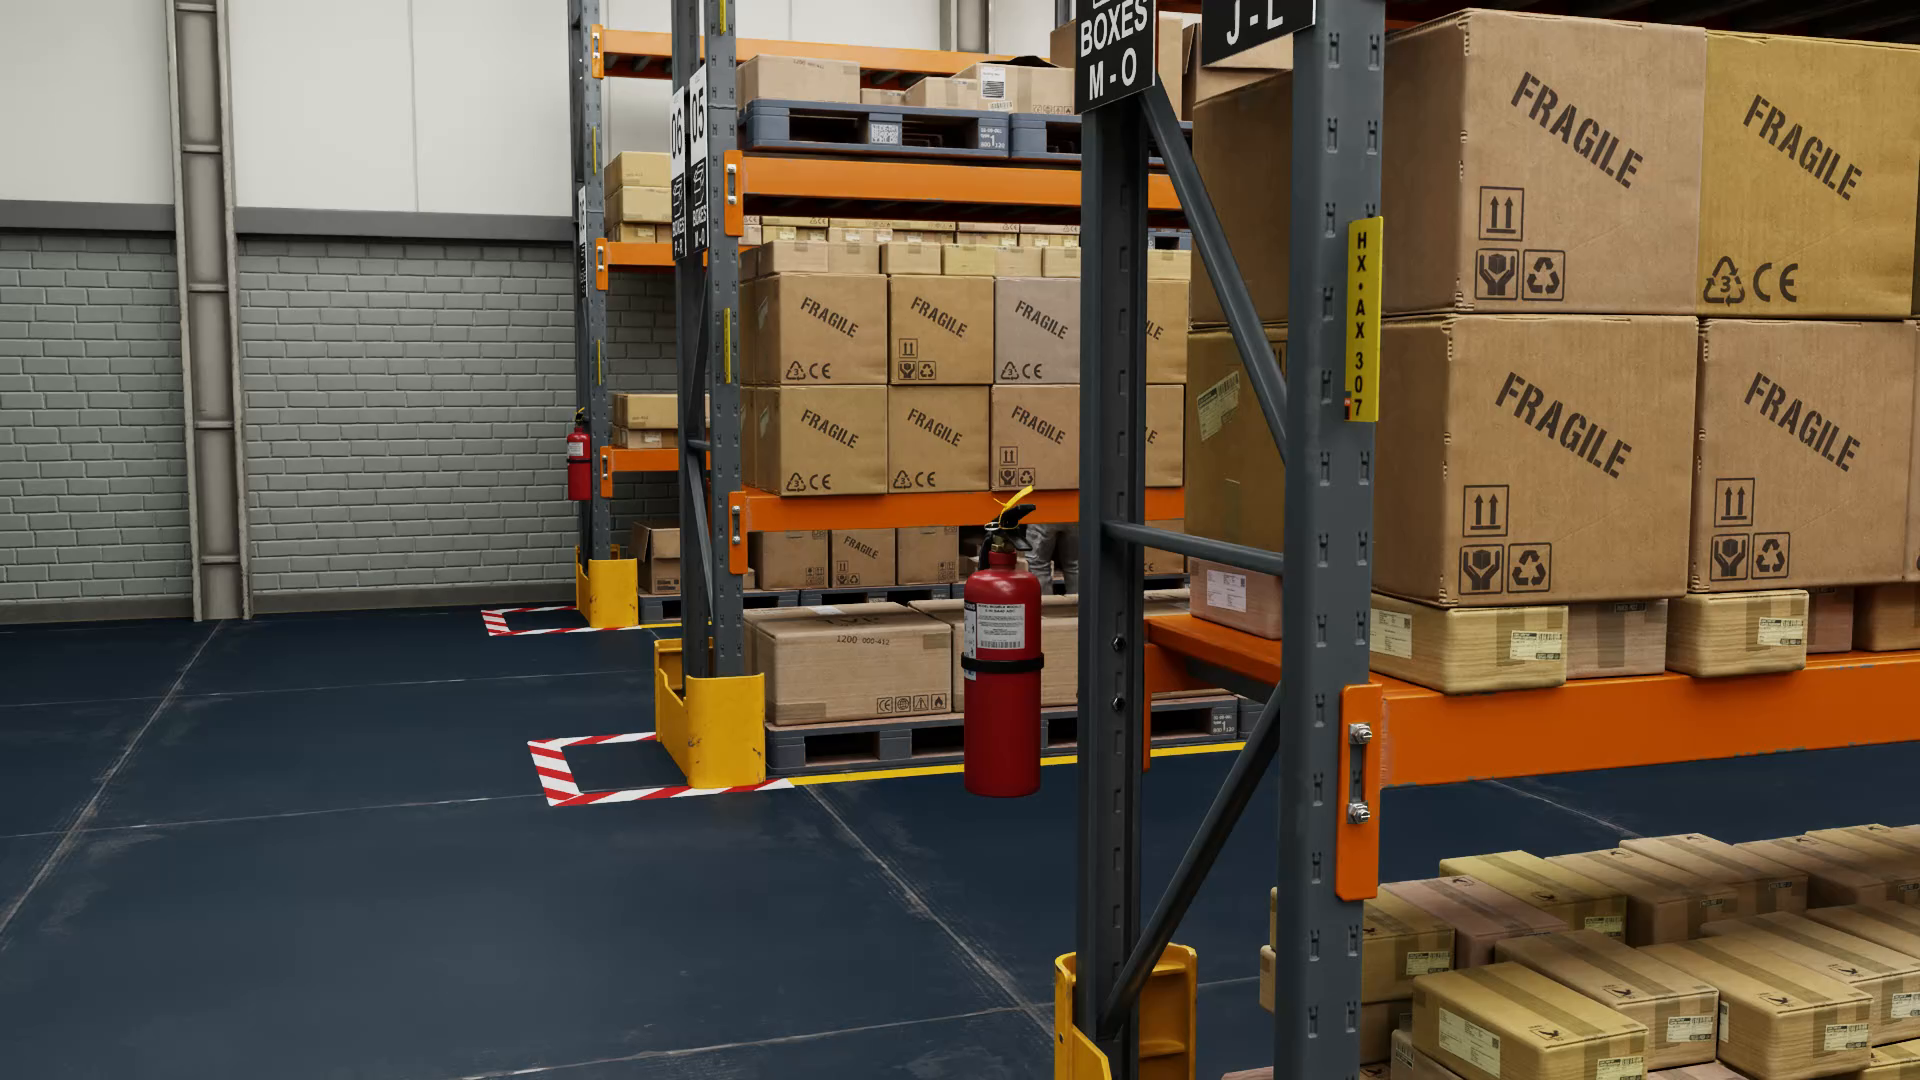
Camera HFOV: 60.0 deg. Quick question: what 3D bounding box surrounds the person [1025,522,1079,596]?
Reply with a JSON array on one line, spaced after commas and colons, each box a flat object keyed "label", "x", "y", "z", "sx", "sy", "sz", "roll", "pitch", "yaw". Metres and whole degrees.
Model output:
[{"label": "person", "x": 0.643, "y": -0.192, "z": 11.584, "sx": 0.532, "sy": 1.789, "sz": 0.541, "roll": -2, "pitch": 6, "yaw": -19}]
